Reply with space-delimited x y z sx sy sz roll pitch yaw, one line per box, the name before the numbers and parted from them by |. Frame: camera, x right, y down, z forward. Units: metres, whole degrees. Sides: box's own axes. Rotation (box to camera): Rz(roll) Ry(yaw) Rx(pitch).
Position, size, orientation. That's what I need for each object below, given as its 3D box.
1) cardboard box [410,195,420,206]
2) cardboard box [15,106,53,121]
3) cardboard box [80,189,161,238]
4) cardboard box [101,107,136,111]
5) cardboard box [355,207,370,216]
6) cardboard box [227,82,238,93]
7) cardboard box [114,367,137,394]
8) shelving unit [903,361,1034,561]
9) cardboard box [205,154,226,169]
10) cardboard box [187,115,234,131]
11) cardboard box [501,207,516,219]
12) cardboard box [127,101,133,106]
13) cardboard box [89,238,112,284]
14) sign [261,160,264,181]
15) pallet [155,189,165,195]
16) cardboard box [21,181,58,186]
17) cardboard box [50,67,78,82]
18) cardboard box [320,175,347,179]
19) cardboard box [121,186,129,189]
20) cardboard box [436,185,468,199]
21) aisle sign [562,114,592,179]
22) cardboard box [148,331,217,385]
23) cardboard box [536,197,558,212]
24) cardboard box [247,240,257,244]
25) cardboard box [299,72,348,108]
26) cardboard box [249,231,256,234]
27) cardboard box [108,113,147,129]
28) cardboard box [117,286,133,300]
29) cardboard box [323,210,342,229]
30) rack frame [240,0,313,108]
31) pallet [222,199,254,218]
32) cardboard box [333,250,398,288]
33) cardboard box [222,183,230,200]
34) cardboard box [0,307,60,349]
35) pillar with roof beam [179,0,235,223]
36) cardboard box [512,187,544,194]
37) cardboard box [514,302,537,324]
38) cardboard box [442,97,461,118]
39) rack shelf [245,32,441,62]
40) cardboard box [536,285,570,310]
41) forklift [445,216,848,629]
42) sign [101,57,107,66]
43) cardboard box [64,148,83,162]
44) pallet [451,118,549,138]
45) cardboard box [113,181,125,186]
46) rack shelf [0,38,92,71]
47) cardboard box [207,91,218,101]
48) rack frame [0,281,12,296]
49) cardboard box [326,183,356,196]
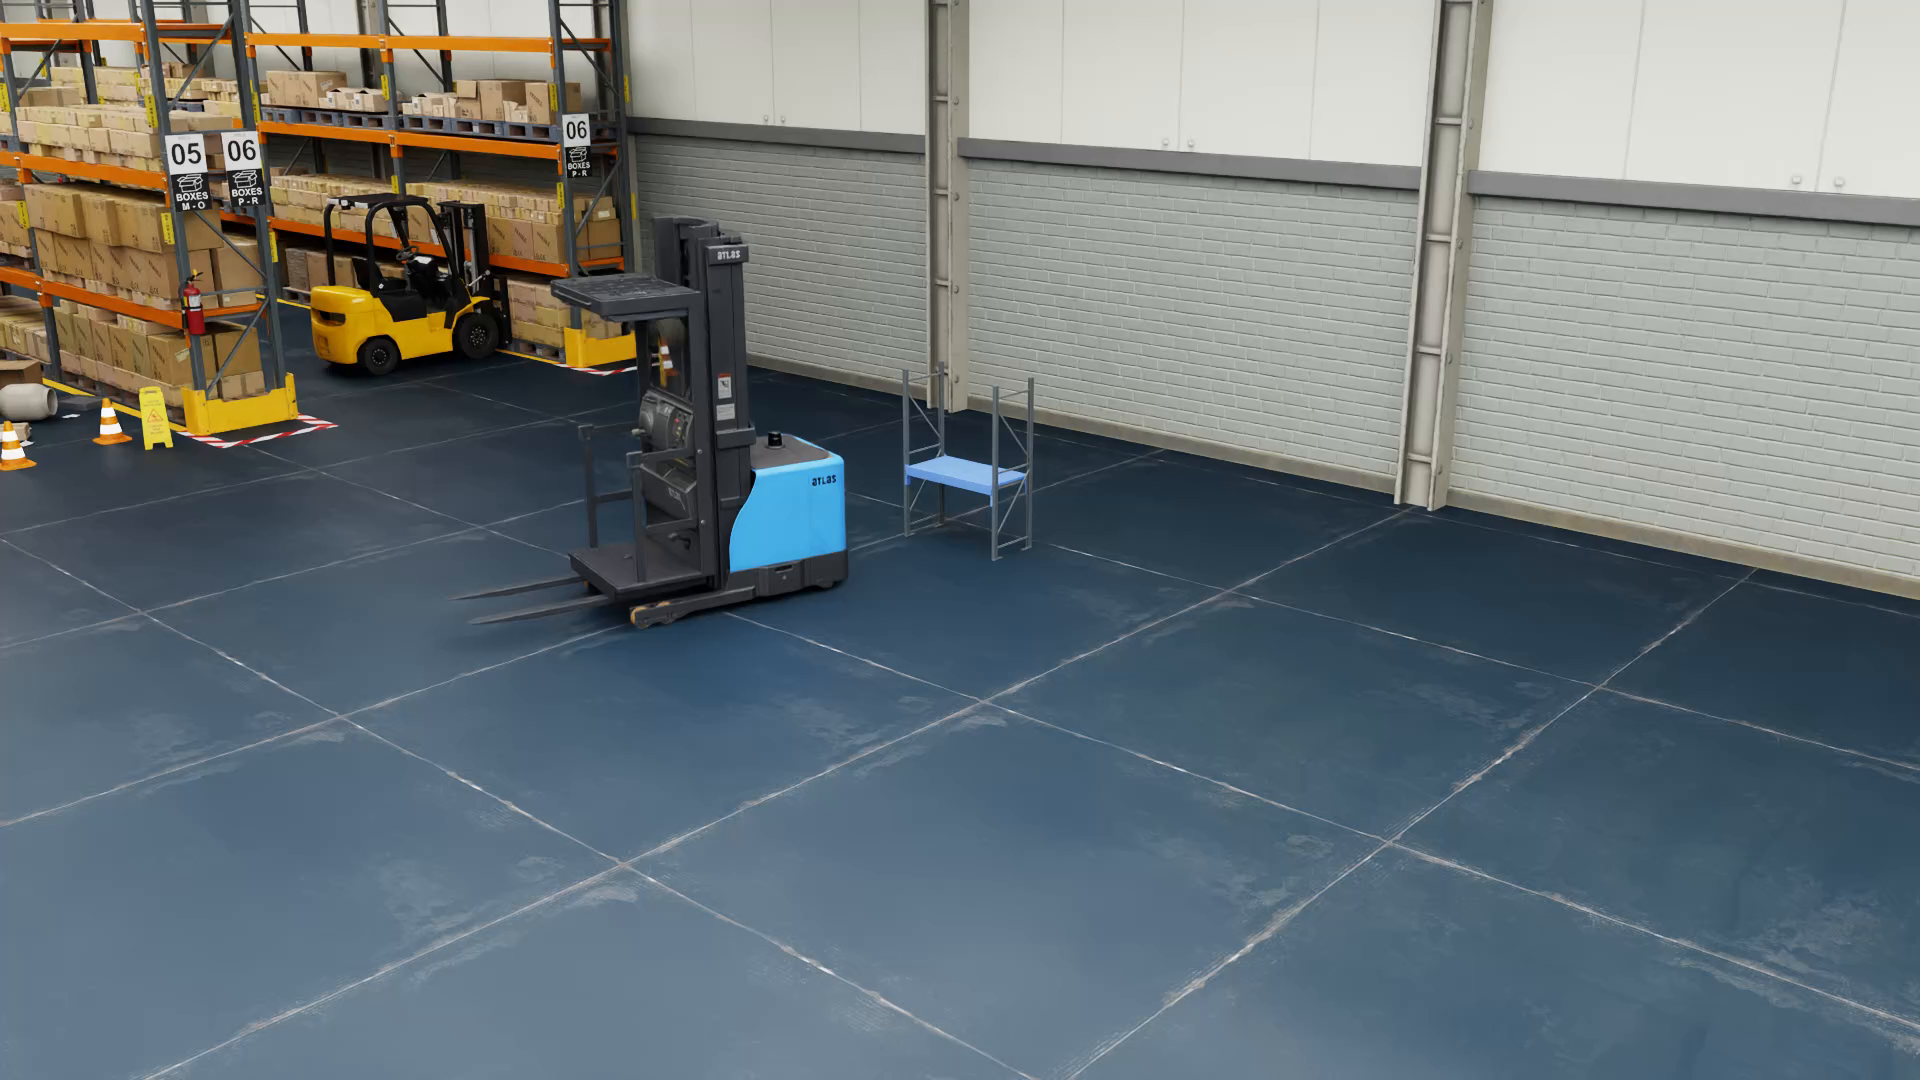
cardboard box | -7.636 -4.875 23.775 0.250 0.149 0.380 15 23 38
cardboard box | -10.972 -5.070 19.768 0.250 0.149 0.380 15 23 38
cardboard box | -9.631 -3.747 19.151 0.500 0.500 0.700 15 23 39
cardboard box | -9.820 -4.988 19.507 0.250 0.149 0.380 14 23 38
cardboard box | -8.626 -4.950 24.673 0.500 0.250 0.500 14 23 38
cardboard box | -11.504 -7.255 26.652 0.250 0.149 0.380 14 22 37
cardboard box | -9.560 -1.915 19.538 0.500 0.250 0.500 14 22 37
shelving unit | 0.064 -0.698 14.331 1.048 1.500 0.538 15 23 39
cardboard box | -8.032 -4.164 18.231 0.250 0.149 0.380 15 23 39
cardboard box | -8.130 -4.522 18.039 0.250 0.149 0.380 15 23 39
cardboard box | -5.926 -4.407 22.301 0.250 0.149 0.380 14 22 38
cardboard box | -14.329 -7.613 29.097 0.250 0.149 0.380 15 23 39
cardboard box | -9.698 -3.259 19.266 0.500 0.500 0.500 15 23 40
sign | -11.044 -5.834 26.252 0.005 0.325 0.100 15 23 39
pallet | -13.158 -5.971 28.784 1.213 0.211 1.003 15 23 39
cardboard box | -11.989 -4.585 21.678 0.250 0.149 0.380 17 24 42
cardboard box | -16.510 -8.643 30.858 0.500 0.250 0.500 15 23 39
cardboard box | -9.890 -5.689 26.340 0.250 0.149 0.380 15 23 39
cardboard box | -14.897 -6.332 30.022 0.250 0.149 0.380 15 23 38
cardboard box | -7.081 -4.852 23.214 0.250 0.149 0.380 16 23 40
aisle sign | -4.853 -4.998 21.102 0.004 0.787 0.394 15 23 39
cardboard box | -8.772 -2.063 18.766 0.500 0.500 0.500 15 23 40
cardboard box | -5.321 -4.403 21.799 0.250 0.149 0.380 15 23 39
cardboard box | -11.453 -4.852 27.307 0.250 0.149 0.380 14 22 36
cardboard box | -9.550 -6.765 24.984 0.500 0.500 0.500 16 23 41
cardboard box | -11.877 -5.185 28.357 0.250 0.149 0.380 15 23 40
cardboard box | -9.153 -4.626 18.369 0.250 0.149 0.380 15 23 39
cardboard box | -9.424 -2.862 19.087 0.250 0.149 0.380 15 23 39
cardboard box | -9.372 -4.920 25.404 0.500 0.250 0.500 16 24 41
rack frame | -10.691 -8.304 25.900 0.127 3.000 1.000 15 23 39
pallet | -11.245 -5.473 27.216 1.003 0.211 1.213 15 23 39
cardboard box | -9.236 -4.120 25.866 0.625 0.625 0.875 14 22 37
cardboard box | -11.695 -5.712 27.204 0.500 0.250 0.500 14 22 37
cardboard box | -12.446 -2.853 22.291 0.625 0.372 0.950 16 24 41
pillar with roof beam | -16.463 -8.477 26.445 0.400 9.000 9.100 15 23 39
cardboard box | -5.955 -4.769 22.952 0.250 0.149 0.380 15 23 40
cardboard box | -5.647 -3.096 22.433 0.500 0.250 0.500 15 23 39
cardboard box | -6.791 -5.888 22.610 0.258 0.266 0.396 14 23 38
rack shelf | -9.195 -7.369 24.804 4.000 0.370 1.077 15 23 39
cardboard box | -5.259 -3.226 22.017 0.500 0.250 0.500 16 24 41
forklift | -2.422 -0.912 12.639 3.031 2.935 1.130 -11 21 -31
sign | -16.291 -9.024 31.665 0.005 0.325 0.100 15 23 39
cardboard box | -10.015 -4.431 19.070 0.250 0.149 0.380 14 23 38
pallet | -6.136 -5.618 22.544 1.213 0.211 1.003 15 23 39
cardboard box | -14.975 -6.565 30.096 0.500 0.250 0.500 15 23 39
rack shelf | -12.487 -6.245 21.263 4.000 0.370 1.077 15 23 39
cardboard box | -12.061 -7.274 27.202 0.250 0.149 0.380 16 24 41
rack frame | -13.983 -4.321 23.267 0.127 3.000 1.000 15 23 39
cardboard box | -9.327 -5.302 25.122 0.250 0.149 0.380 14 23 38
